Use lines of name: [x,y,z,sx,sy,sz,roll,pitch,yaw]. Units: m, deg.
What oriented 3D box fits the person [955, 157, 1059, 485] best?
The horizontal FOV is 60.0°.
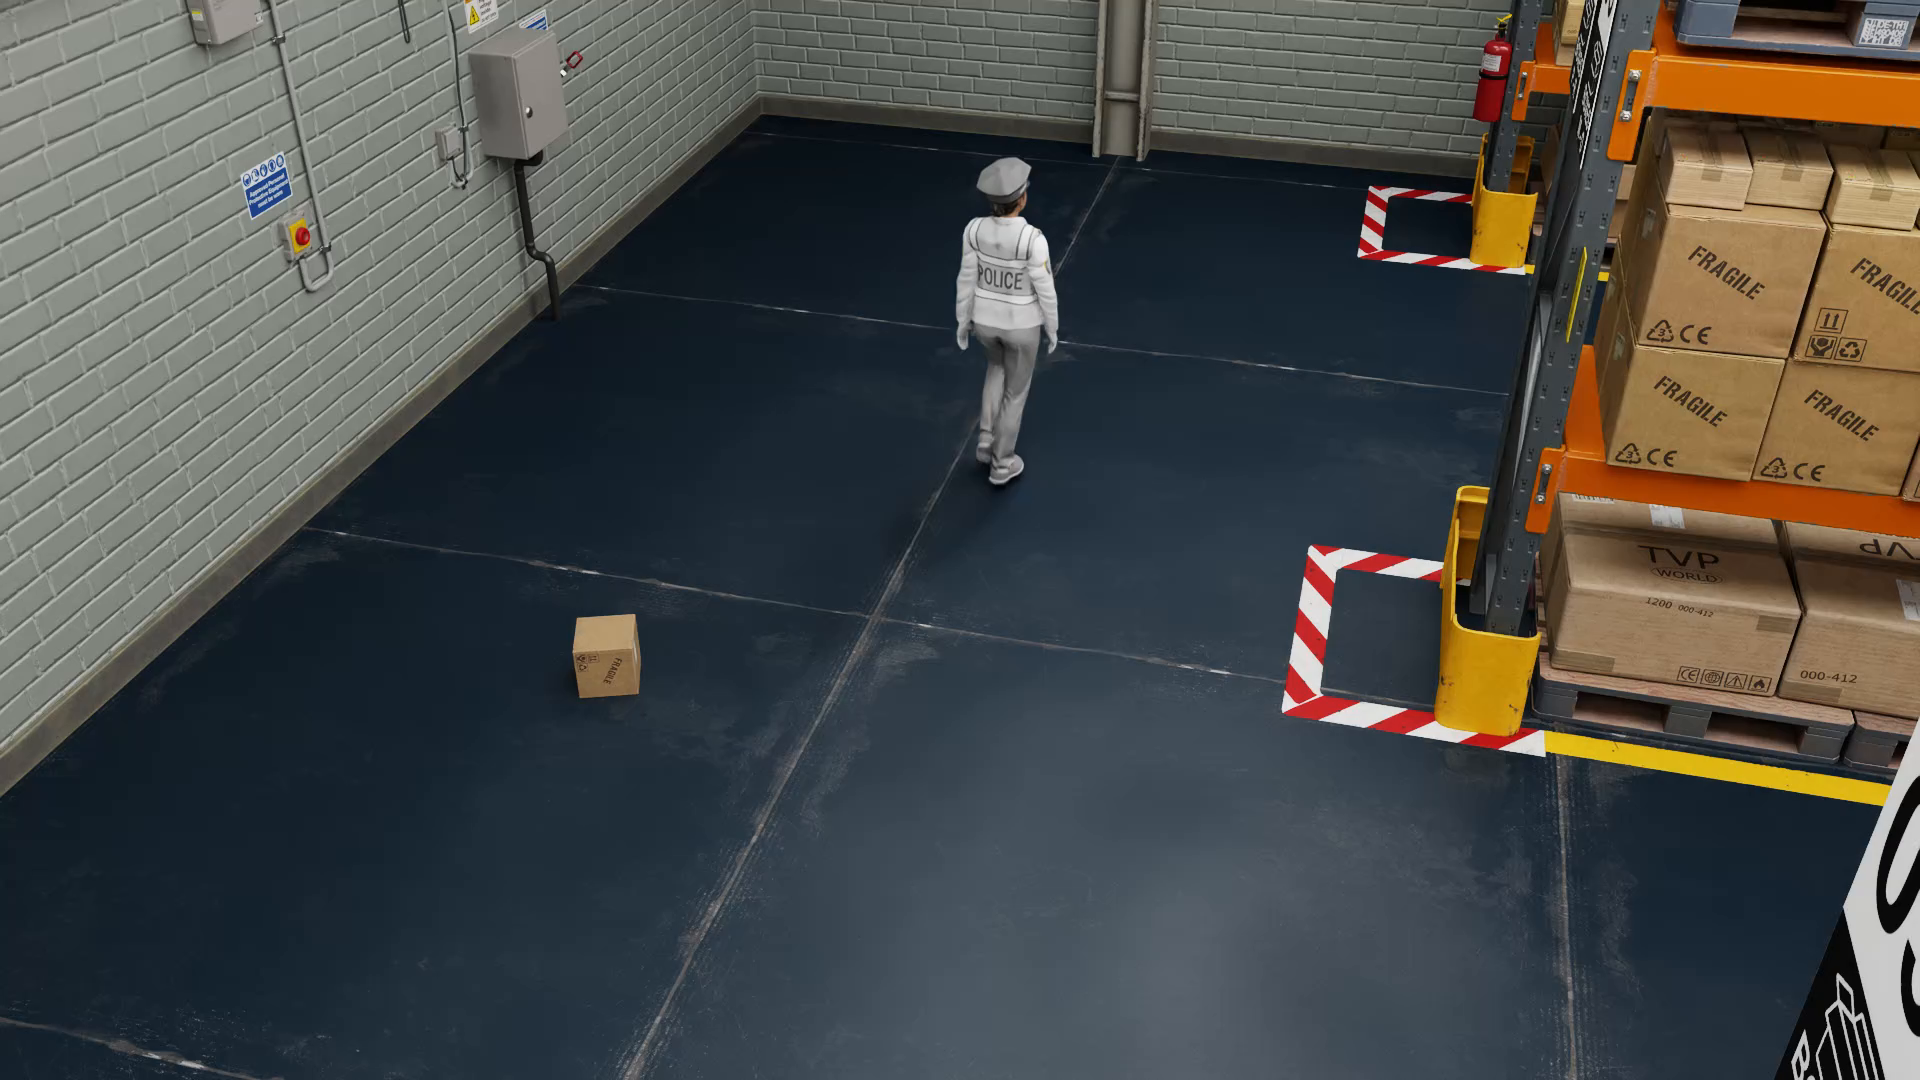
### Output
person: [0.256,-1.067,8.233,0.518,1.718,0.441,17,37,24]
